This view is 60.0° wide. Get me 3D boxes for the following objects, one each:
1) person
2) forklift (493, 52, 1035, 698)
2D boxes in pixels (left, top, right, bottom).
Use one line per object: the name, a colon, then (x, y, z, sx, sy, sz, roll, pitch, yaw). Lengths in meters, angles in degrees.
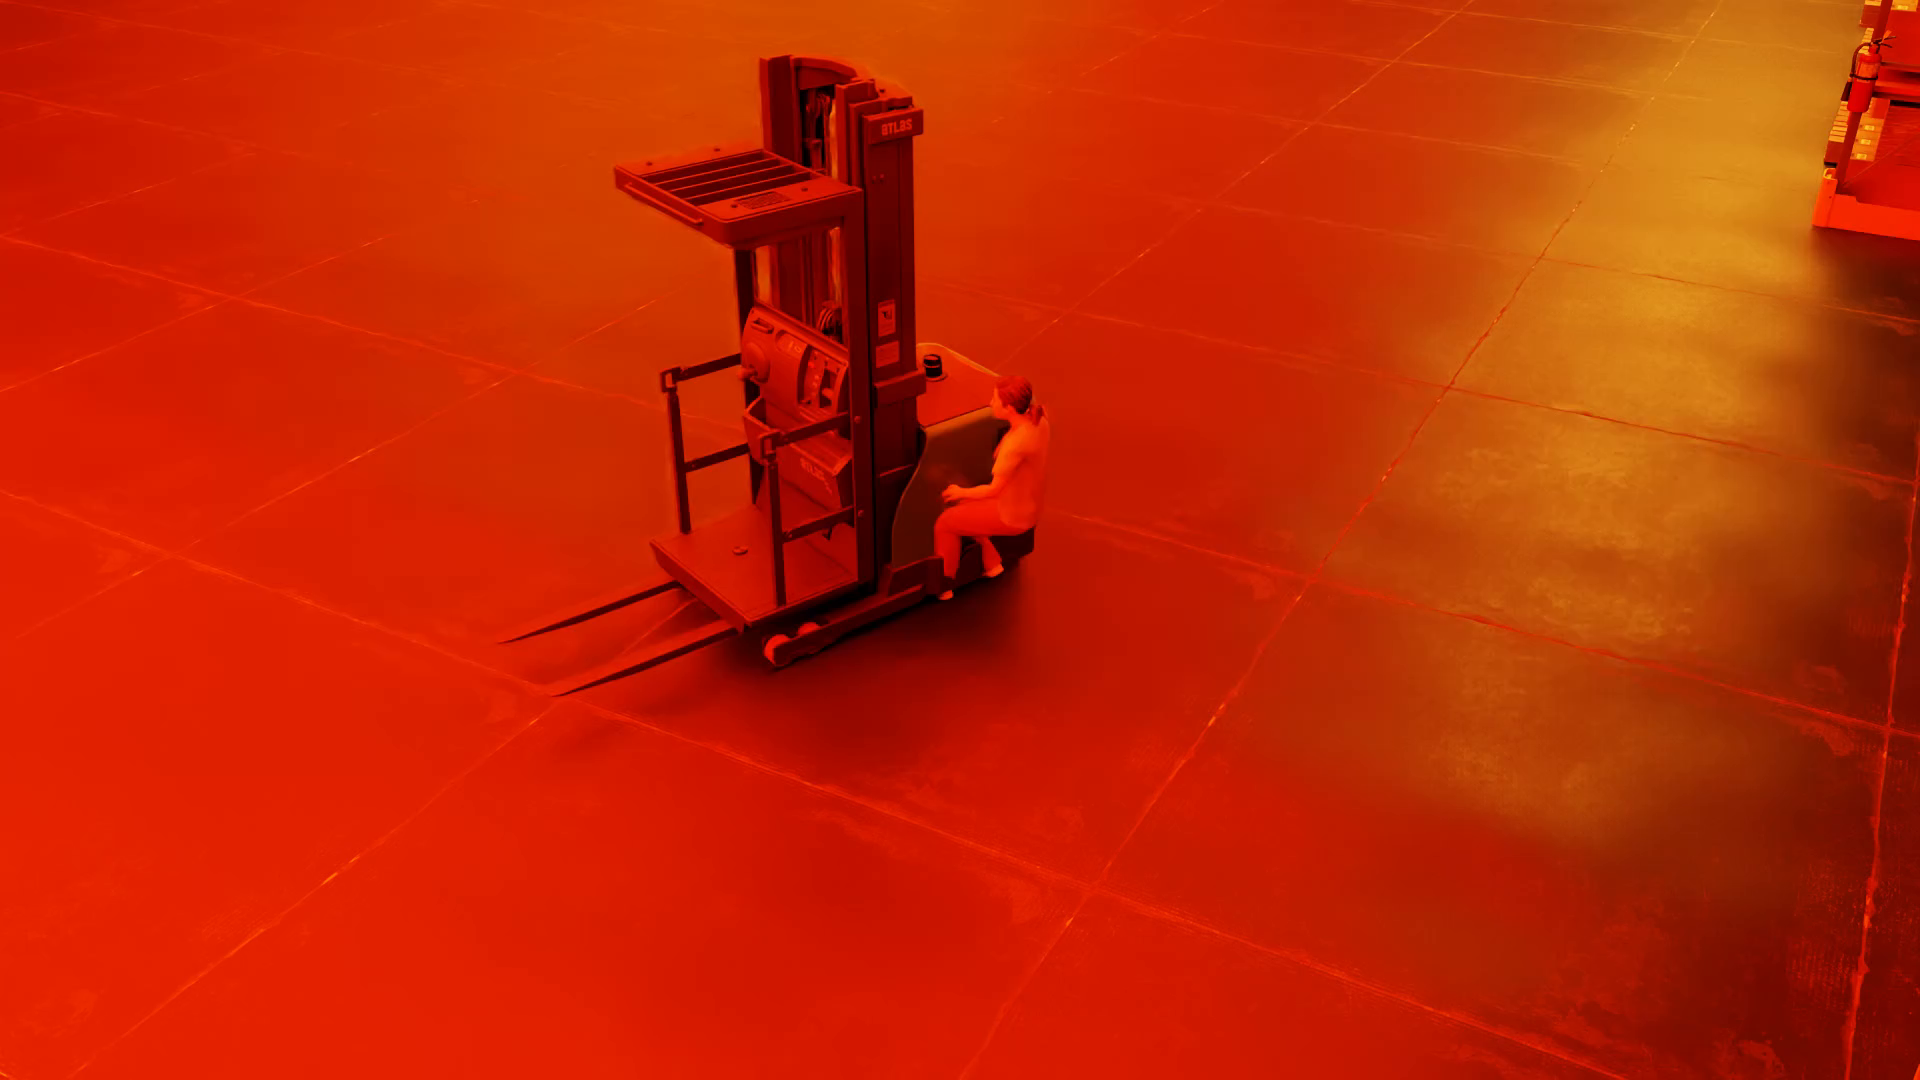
person: (0.073, -0.257, 9.063, 0.820, 1.461, 0.728, 7, 31, 12)
forklift: (-1.036, -0.897, 8.625, 3.031, 2.935, 1.130, -21, 36, -32)
